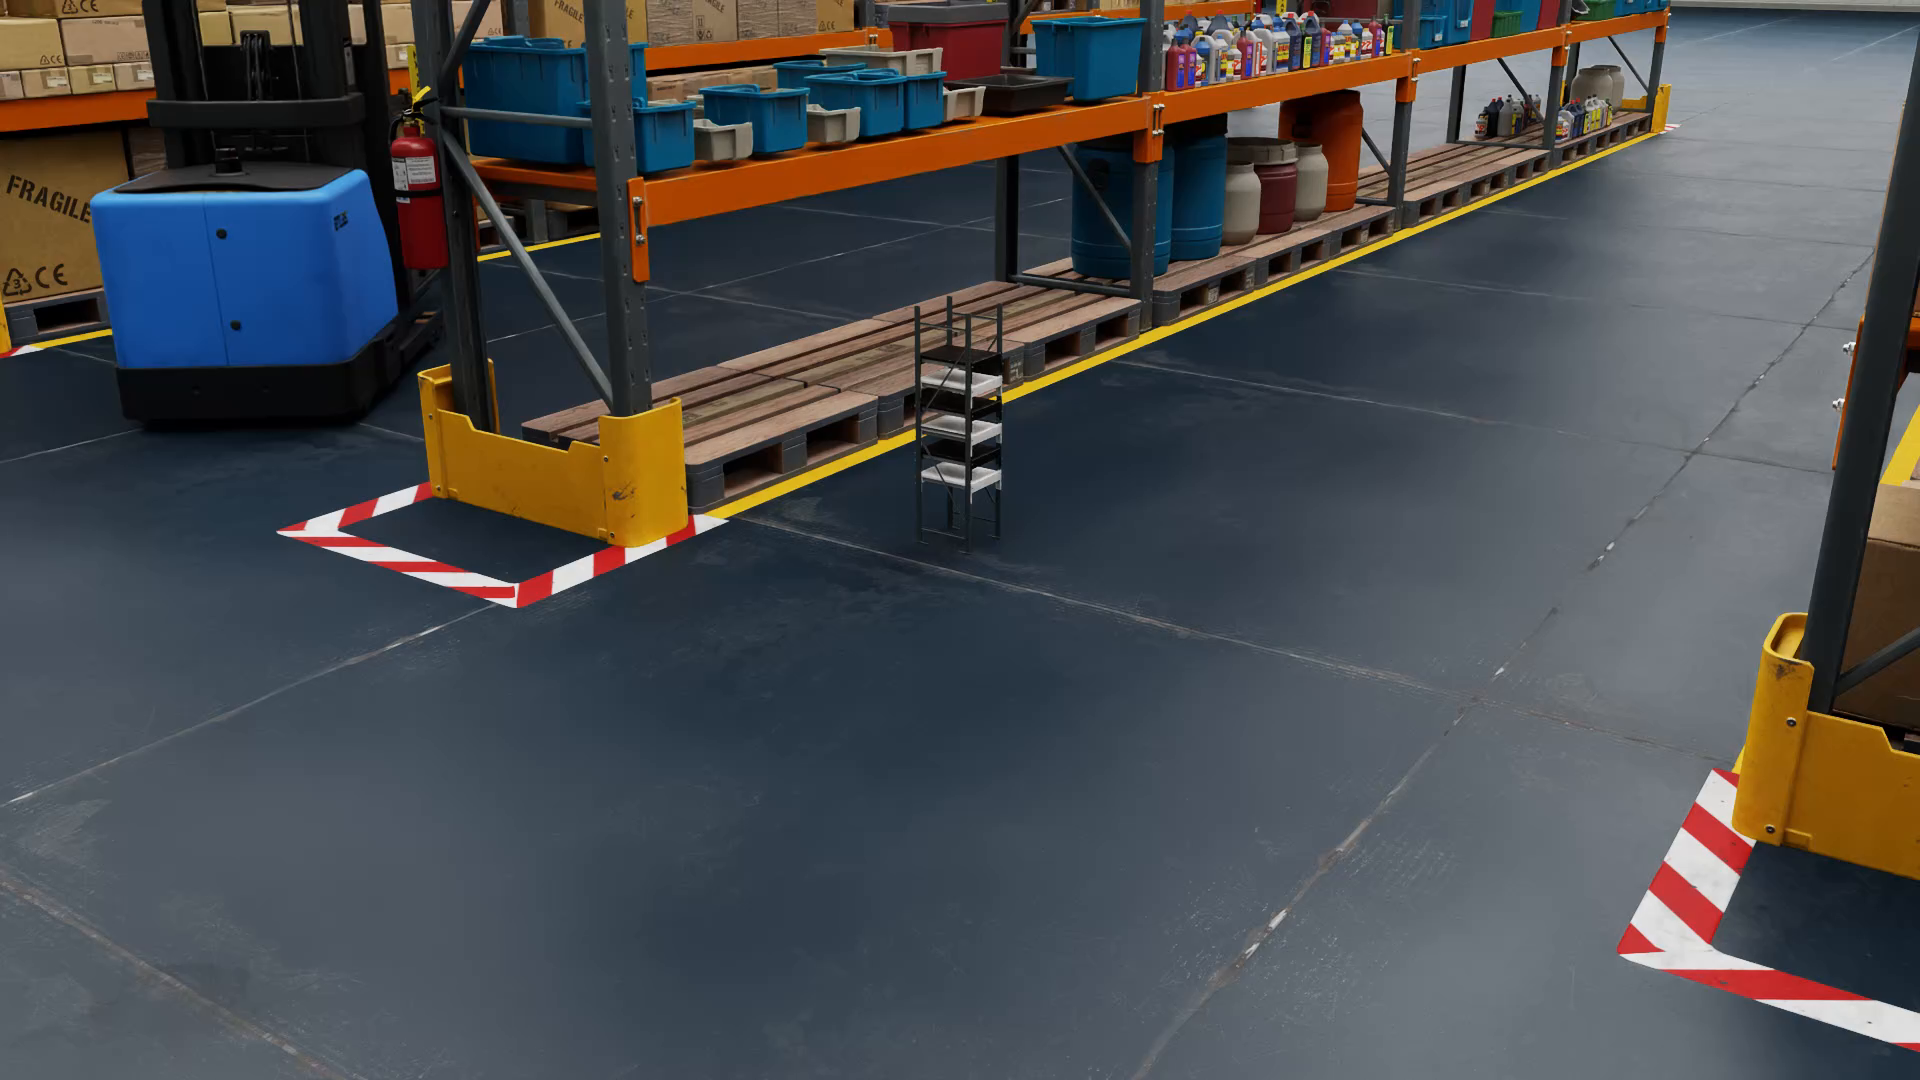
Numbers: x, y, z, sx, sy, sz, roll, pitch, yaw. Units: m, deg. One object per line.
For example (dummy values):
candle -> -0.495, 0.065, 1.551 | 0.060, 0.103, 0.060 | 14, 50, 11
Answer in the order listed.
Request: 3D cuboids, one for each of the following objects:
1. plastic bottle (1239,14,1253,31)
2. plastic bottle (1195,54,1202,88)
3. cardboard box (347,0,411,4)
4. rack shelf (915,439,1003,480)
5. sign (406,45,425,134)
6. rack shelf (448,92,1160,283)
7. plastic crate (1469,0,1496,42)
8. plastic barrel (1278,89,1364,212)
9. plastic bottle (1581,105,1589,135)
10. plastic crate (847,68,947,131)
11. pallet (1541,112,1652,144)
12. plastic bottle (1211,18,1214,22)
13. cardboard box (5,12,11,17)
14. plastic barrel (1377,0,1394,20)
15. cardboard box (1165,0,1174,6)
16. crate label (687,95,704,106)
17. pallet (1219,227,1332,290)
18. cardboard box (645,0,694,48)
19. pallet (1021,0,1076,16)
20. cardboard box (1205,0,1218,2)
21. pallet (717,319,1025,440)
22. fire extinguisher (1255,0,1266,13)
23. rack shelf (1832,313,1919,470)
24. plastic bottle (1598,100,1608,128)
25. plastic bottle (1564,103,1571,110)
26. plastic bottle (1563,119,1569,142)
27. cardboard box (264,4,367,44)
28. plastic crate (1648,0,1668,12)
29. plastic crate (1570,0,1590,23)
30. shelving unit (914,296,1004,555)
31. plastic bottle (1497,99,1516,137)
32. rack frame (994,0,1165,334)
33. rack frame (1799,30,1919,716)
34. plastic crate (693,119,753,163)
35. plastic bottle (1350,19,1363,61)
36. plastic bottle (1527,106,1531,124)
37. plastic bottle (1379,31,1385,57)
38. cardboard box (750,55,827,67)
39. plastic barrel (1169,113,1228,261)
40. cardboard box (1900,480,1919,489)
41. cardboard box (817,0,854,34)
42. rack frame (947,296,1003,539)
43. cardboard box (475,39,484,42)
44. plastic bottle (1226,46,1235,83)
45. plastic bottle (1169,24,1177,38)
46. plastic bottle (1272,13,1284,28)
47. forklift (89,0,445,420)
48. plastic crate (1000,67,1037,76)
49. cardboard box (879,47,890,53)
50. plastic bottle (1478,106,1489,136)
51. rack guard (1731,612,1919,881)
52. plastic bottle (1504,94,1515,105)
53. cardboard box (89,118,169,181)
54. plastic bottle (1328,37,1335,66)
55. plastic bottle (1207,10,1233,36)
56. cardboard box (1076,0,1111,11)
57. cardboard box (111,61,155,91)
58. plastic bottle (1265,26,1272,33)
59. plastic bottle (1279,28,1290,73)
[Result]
plastic bottle -> 2.014, -3.558, 11.729 | 0.061, 0.283, 0.133 | 13, 24, 32
plastic bottle -> 1.333, -2.693, 9.507 | 0.097, 0.201, 0.097 | 0, 20, 0
cardboard box -> -3.769, -3.749, 10.782 | 0.500, 0.500, 0.500 | 14, 24, 32
rack shelf -> -0.005, -0.304, 6.145 | 0.258, 0.077, 0.200 | 13, 24, 32
sign -> -2.063, -1.720, 6.357 | 0.100, 0.325, 0.005 | 13, 24, 32
rack shelf -> -0.475, -1.778, 7.784 | 1.077, 0.370, 4.000 | 13, 24, 32
plastic crate -> 4.059, -4.270, 13.394 | 0.402, 0.464, 0.583 | 13, 24, 32
plastic barrel -> 2.637, -2.872, 12.228 | 0.600, 0.830, 0.708 | 13, 24, 32
plastic bottle -> 6.177, -4.161, 16.470 | 0.061, 0.283, 0.133 | 15, 25, 34
plastic crate -> -0.279, -1.961, 7.398 | 0.416, 0.233, 0.300 | 13, 24, 32
pallet -> 6.930, -4.561, 18.291 | 1.003, 0.211, 1.213 | 13, 24, 32
plastic bottle -> 1.700, -3.398, 11.296 | 0.061, 0.283, 0.133 | 13, 24, 32
cardboard box -> -5.357, -2.912, 9.602 | 0.500, 0.250, 0.500 | 13, 24, 31
plastic barrel -> 3.300, -4.226, 13.204 | 0.421, 0.512, 0.421 | 0, 20, 0
cardboard box -> 2.252, -6.268, 19.249 | 0.380, 0.149, 0.250 | 13, 24, 32
crate label -> -0.979, -1.880, 7.317 | 0.396, 0.136, 0.243 | 13, 24, 32
pallet -> 1.803, -1.946, 11.221 | 1.003, 0.211, 1.213 | 13, 24, 32
cardboard box -> -2.418, -4.073, 12.808 | 0.500, 0.500, 0.500 | 13, 24, 31
pallet -> 0.500, -5.669, 17.544 | 1.003, 0.211, 1.213 | 13, 24, 32
cardboard box -> 2.917, -6.636, 20.243 | 0.380, 0.149, 0.250 | 13, 24, 32
pallet -> -0.417, -0.811, 8.153 | 1.003, 0.211, 1.213 | 13, 24, 32
fire extinguisher -> 3.744, -7.004, 20.989 | 0.296, 0.674, 0.183 | 13, 24, 32
rack shelf -> 3.620, -0.810, 5.169 | 1.077, 0.370, 4.000 | 13, 24, 32
plastic bottle -> 6.561, -4.381, 17.078 | 0.152, 0.276, 0.135 | 13, 24, 32
plastic bottle -> 6.152, -4.262, 16.754 | 0.152, 0.276, 0.135 | 13, 24, 32
plastic bottle -> 5.802, -3.942, 15.999 | 0.097, 0.201, 0.097 | 0, 20, 0
cardboard box -> -4.054, -3.251, 10.516 | 0.500, 0.250, 0.500 | 14, 24, 33
plastic crate -> 7.361, -5.860, 17.998 | 0.499, 0.251, 0.616 | 13, 24, 32
plastic crate -> 5.546, -5.080, 15.765 | 0.767, 0.338, 0.504 | 13, 24, 32
shelving unit -> -0.005, -0.420, 6.103 | 0.258, 0.900, 0.210 | 13, 24, 32
plastic bottle -> 5.389, -4.161, 16.374 | 0.144, 0.351, 0.185 | 13, 24, 32
rack frame -> 0.649, -2.689, 9.210 | 1.000, 3.000, 0.127 | 13, 24, 32
rack frame -> 2.495, -0.574, 3.493 | 1.000, 3.000, 0.127 | 13, 24, 32
plastic crate -> -0.939, -1.528, 6.366 | 0.250, 0.136, 0.298 | 13, 24, 32
plastic bottle -> 2.704, -3.425, 11.387 | 0.097, 0.271, 0.097 | 0, 20, 0
plastic bottle -> 5.925, -4.501, 17.408 | 0.097, 0.271, 0.097 | 0, 20, 0
plastic bottle -> 2.943, -3.515, 11.729 | 0.097, 0.201, 0.097 | 0, 20, 0
cardboard box -> -1.604, -3.809, 14.696 | 1.225, 0.875, 0.875 | 12, 23, 29
plastic barrel -> 1.367, -2.258, 10.464 | 0.600, 0.901, 0.708 | 13, 24, 32
cardboard box -> 3.156, 0.038, 5.167 | 0.500, 0.250, 0.500 | 13, 24, 32
cardboard box -> -1.271, -4.659, 14.394 | 0.500, 0.500, 0.500 | 14, 25, 33
rack frame -> 0.053, -0.449, 6.181 | 0.240, 0.900, 0.006 | 13, 24, 32
cardboard box -> -3.347, -3.386, 11.456 | 0.380, 0.149, 0.250 | 13, 24, 32
plastic bottle -> 1.573, -2.815, 9.838 | 0.097, 0.201, 0.097 | 0, 20, 0
plastic bottle -> 1.298, -3.161, 10.667 | 0.152, 0.276, 0.135 | 13, 24, 32
plastic bottle -> 2.299, -3.687, 12.095 | 0.097, 0.271, 0.097 | 0, 20, 0
forklift -> -3.420, -2.384, 8.486 | 1.130, 2.935, 3.031 | -2, 20, -5
plastic crate -> 0.270, -2.488, 8.960 | 0.396, 0.136, 0.243 | 13, 24, 32
cardboard box -> -1.566, -6.834, 22.874 | 0.875, 0.875, 0.875 | 13, 24, 31
plastic bottle -> 5.144, -4.119, 16.358 | 0.061, 0.283, 0.133 | 15, 25, 34
rack guard -> 2.538, 0.577, 3.986 | 1.175, 0.500, 0.348 | 13, 24, 32
plastic bottle -> 5.560, -4.337, 16.850 | 0.144, 0.351, 0.185 | 13, 24, 31
cardboard box -> -4.890, -2.168, 10.259 | 0.875, 0.875, 0.875 | 13, 24, 32
plastic bottle -> 2.431, -3.253, 11.021 | 0.097, 0.201, 0.097 | 0, 20, 0
plastic bottle -> 1.716, -3.318, 10.983 | 0.144, 0.351, 0.185 | 13, 24, 32
cardboard box -> 1.420, -5.835, 18.079 | 0.380, 0.149, 0.250 | 13, 24, 32
cardboard box -> -4.791, -2.649, 9.465 | 0.380, 0.149, 0.250 | 13, 24, 31
plastic bottle -> 1.954, -3.131, 10.591 | 0.097, 0.271, 0.097 | 0, 20, 0
plastic bottle -> 2.018, -3.075, 10.440 | 0.097, 0.271, 0.097 | 0, 20, 0
